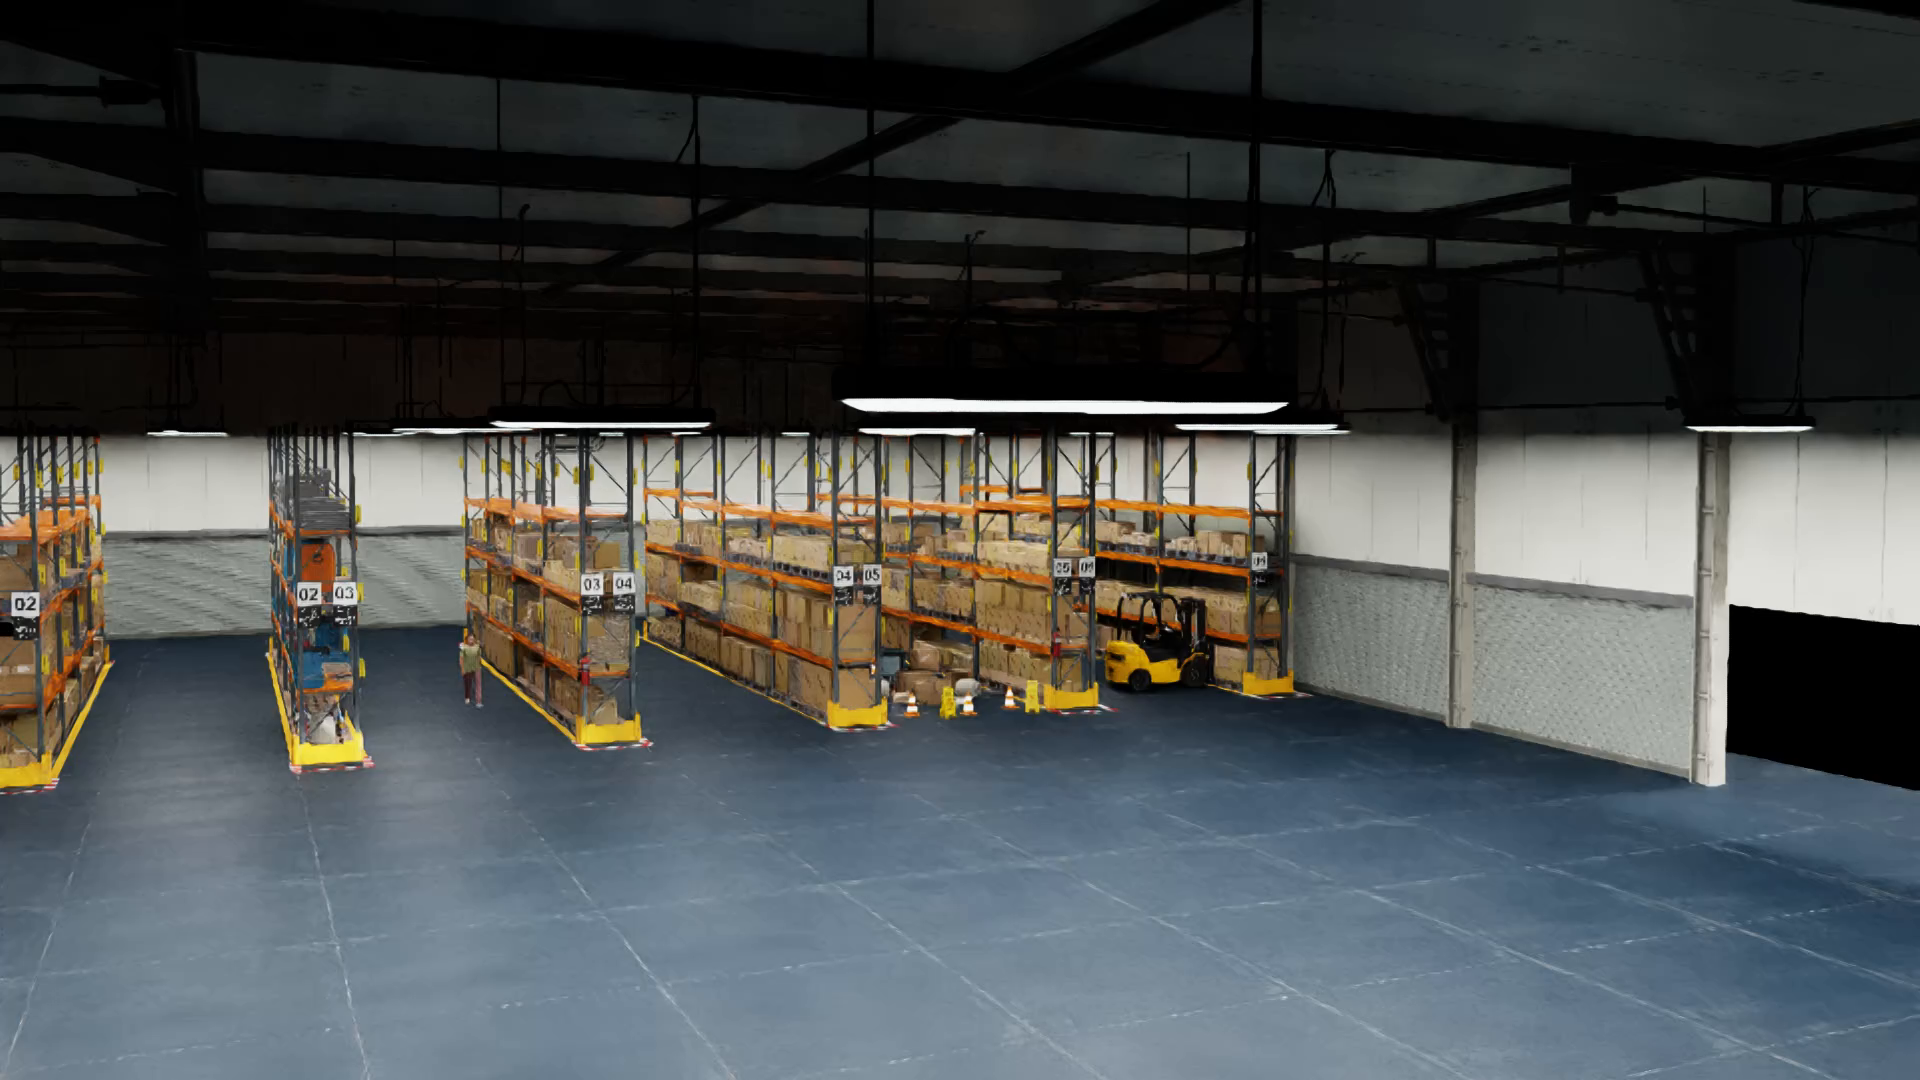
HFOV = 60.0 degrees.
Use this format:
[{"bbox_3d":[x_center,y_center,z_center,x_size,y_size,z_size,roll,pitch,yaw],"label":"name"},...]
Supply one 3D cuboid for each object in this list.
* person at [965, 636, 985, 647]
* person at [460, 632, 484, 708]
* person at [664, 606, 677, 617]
[{"bbox_3d":[0.422,2.030,45.727,0.576,1.768,0.626,0,3,3],"label":"person"},{"bbox_3d":[-10.424,2.747,35.436,0.448,1.588,1.110,-1,4,-22],"label":"person"},{"bbox_3d":[-8.526,1.898,49.238,0.529,1.623,0.721,1,4,10],"label":"person"}]
